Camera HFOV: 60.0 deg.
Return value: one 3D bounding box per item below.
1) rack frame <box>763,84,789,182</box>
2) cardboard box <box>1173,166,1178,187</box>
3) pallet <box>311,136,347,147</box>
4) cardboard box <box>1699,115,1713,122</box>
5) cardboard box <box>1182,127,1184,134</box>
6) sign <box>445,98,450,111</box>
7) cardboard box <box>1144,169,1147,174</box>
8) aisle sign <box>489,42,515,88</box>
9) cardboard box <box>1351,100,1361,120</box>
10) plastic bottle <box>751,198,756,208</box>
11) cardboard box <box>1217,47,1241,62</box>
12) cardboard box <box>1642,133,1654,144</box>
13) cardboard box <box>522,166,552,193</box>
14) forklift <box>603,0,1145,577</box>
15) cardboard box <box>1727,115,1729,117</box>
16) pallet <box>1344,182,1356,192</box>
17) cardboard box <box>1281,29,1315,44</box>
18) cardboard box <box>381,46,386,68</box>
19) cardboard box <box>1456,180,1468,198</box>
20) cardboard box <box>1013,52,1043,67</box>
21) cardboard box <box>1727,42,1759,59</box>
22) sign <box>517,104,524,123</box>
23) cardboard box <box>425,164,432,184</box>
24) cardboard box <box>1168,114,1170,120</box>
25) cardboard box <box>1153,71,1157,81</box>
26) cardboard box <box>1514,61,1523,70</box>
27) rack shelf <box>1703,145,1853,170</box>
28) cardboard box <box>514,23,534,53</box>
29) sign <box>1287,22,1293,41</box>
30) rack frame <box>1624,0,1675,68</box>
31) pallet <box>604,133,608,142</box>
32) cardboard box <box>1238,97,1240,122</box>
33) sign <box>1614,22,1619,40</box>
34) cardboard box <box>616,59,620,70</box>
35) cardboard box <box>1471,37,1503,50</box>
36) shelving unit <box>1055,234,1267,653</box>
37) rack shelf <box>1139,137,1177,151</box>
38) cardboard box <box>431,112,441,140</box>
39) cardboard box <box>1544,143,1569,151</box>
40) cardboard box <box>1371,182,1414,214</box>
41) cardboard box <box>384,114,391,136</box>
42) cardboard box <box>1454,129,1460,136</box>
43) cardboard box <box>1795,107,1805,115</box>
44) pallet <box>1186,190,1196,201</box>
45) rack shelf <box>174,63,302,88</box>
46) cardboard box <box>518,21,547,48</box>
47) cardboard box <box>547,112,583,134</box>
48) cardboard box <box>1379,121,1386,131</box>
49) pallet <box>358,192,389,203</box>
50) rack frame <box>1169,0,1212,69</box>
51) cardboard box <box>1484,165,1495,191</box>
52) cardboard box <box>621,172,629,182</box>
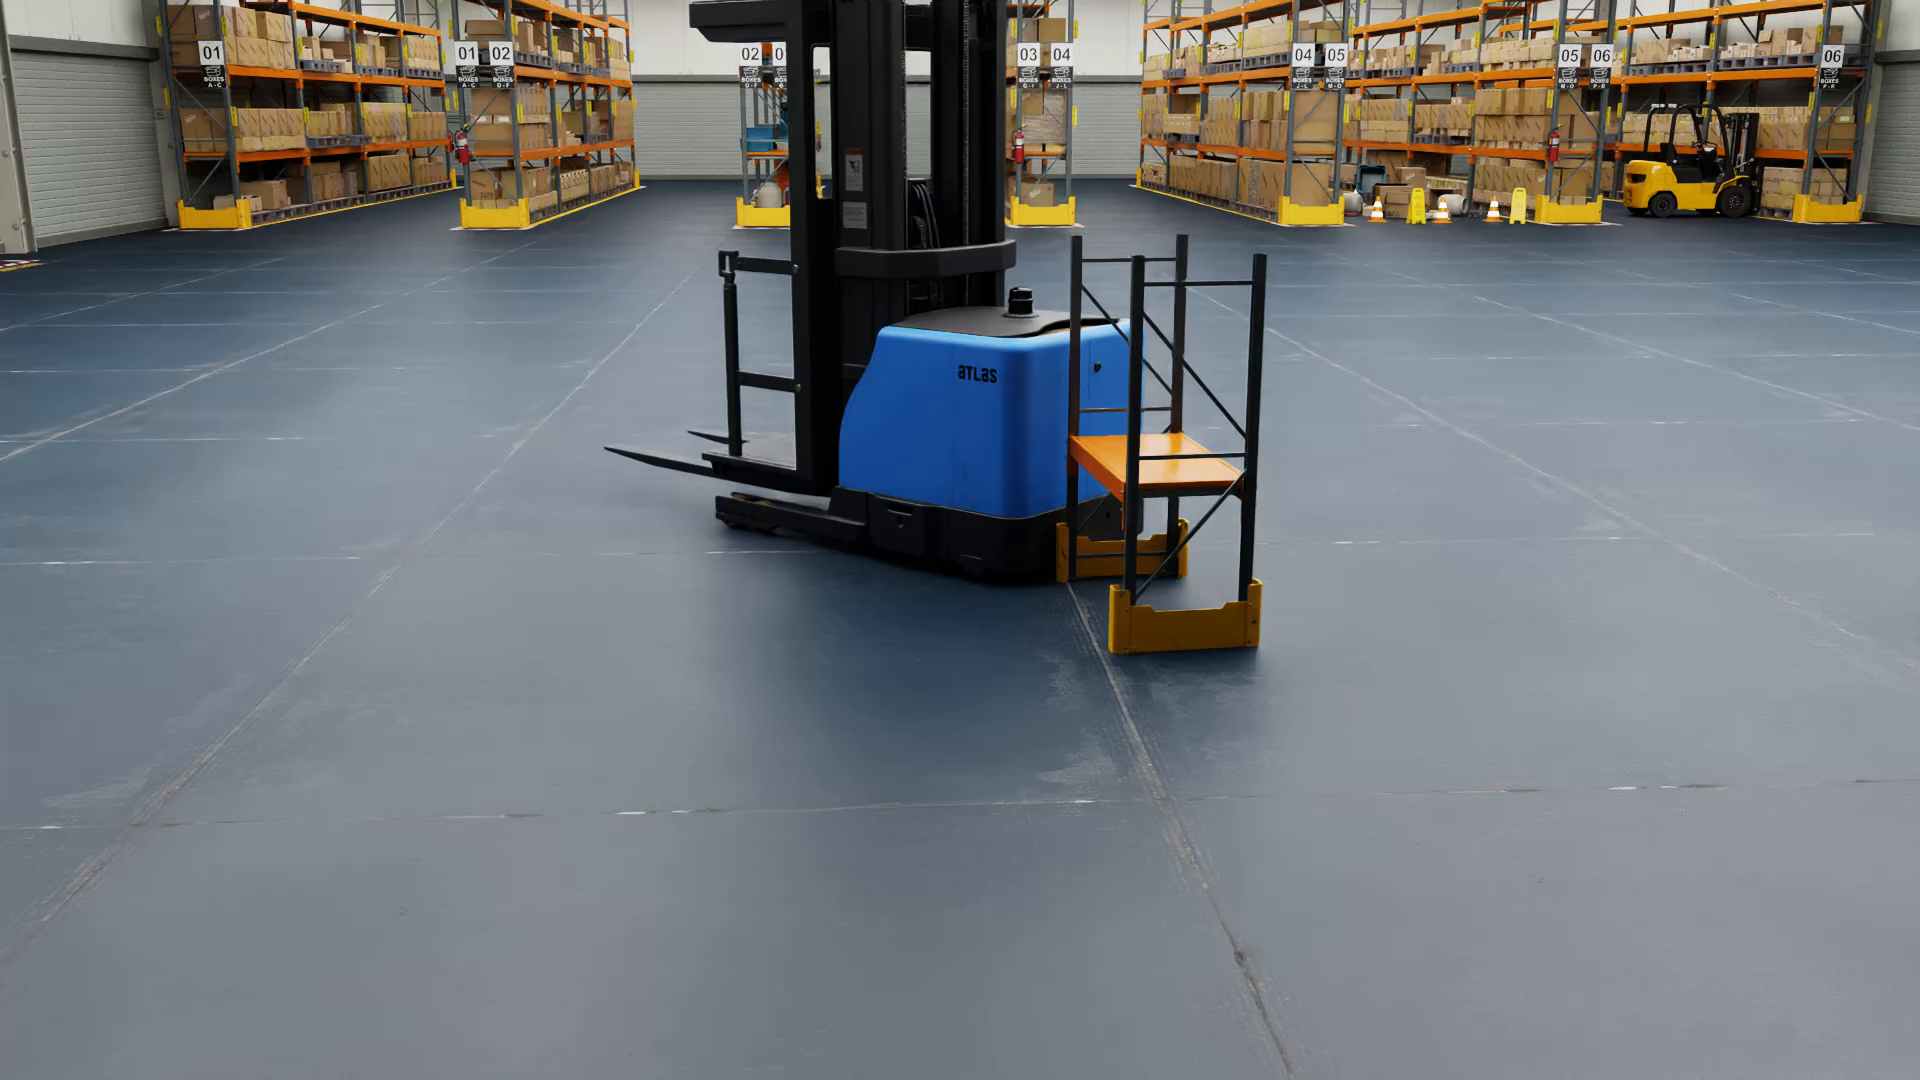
[{"bbox_3d":[-3.914,-9.166,37.633,1.000,3.000,0.127,-1,14,-3],"label":"rack frame"},{"bbox_3d":[5.554,-8.963,41.014,0.500,0.500,0.500,0,14,-1],"label":"cardboard box"},{"bbox_3d":[-13.639,-8.429,35.151,1.003,0.211,1.213,-1,14,-3],"label":"pallet"},{"bbox_3d":[15.879,-8.923,35.183,0.380,0.149,0.250,0,14,-2],"label":"cardboard box"},{"bbox_3d":[5.455,-9.679,39.288,0.380,0.149,0.250,-1,14,-4],"label":"cardboard box"},{"bbox_3d":[-13.755,-11.683,44.616,0.100,0.325,0.005,-1,14,-3],"label":"sign"},{"bbox_3d":[5.227,-10.047,45.339,0.380,0.149,0.250,-1,14,-4],"label":"cardboard box"},{"bbox_3d":[-8.053,-8.349,29.237,0.394,0.787,0.004,-1,14,-3],"label":"aisle sign"},{"bbox_3d":[10.367,-11.036,42.693,0.500,0.500,0.500,-1,14,-4],"label":"cardboard box"},{"bbox_3d":[-3.970,-6.485,31.943,0.097,0.201,0.097,0,14,0],"label":"plastic bottle"},{"bbox_3d":[5.874,-10.520,36.009,0.500,0.311,0.500,-1,14,-4],"label":"cardboard box"},{"bbox_3d":[15.723,-9.033,37.417,0.500,0.250,0.500,-1,14,-5],"label":"cardboard box"},{"bbox_3d":[-8.344,-7.095,32.751,0.500,0.500,0.500,-1,14,-3],"label":"cardboard box"},{"bbox_3d":[-0.586,-1.539,8.127,3.031,2.935,1.130,12,18,38],"label":"forklift"},{"bbox_3d":[15.941,-8.629,34.042,0.380,0.149,0.250,-1,14,-4],"label":"cardboard box"},{"bbox_3d":[10.703,-9.231,43.478,1.003,0.211,1.213,-1,14,-3],"label":"pallet"},{"bbox_3d":[6.172,-9.198,30.396,0.500,0.250,0.500,-1,14,-3],"label":"cardboard box"},{"bbox_3d":[-14.105,-11.502,39.606,0.700,0.500,0.500,-2,15,-6],"label":"cardboard box"},{"bbox_3d":[11.133,-7.462,35.440,0.950,0.372,0.625,-1,14,-3],"label":"cardboard box"},{"bbox_3d":[1.241,-8.749,30.293,0.500,0.250,0.500,-1,14,-2],"label":"cardboard box"},{"bbox_3d":[15.930,-9.929,33.713,0.500,0.311,0.500,-1,14,-2],"label":"cardboard box"},{"bbox_3d":[-7.808,-7.566,29.516,0.100,0.325,0.005,-1,14,-3],"label":"sign"},{"bbox_3d":[-14.052,-9.441,42.875,0.700,0.500,0.500,-1,14,-2],"label":"cardboard box"},{"bbox_3d":[5.340,-10.421,40.976,0.380,0.149,0.250,-1,14,-3],"label":"cardboard box"},{"bbox_3d":[5.357,-12.161,43.552,0.500,0.250,0.500,-1,14,-4],"label":"cardboard box"},{"bbox_3d":[10.975,-9.203,32.259,0.380,0.149,0.250,-1,14,-4],"label":"cardboard box"},{"bbox_3d":[16.246,-7.633,33.116,1.077,0.370,4.000,-1,14,-3],"label":"rack shelf"},{"bbox_3d":[-8.193,-9.291,30.772,0.500,0.500,0.500,-1,14,-3],"label":"cardboard box"},{"bbox_3d":[5.939,-9.143,29.904,0.100,0.325,0.005,-1,14,-3],"label":"sign"},{"bbox_3d":[15.874,-12.379,38.078,1.000,3.000,0.127,-1,14,-3],"label":"rack frame"},{"bbox_3d":[-9.166,-9.792,40.451,1.003,0.211,1.213,-1,14,-3],"label":"pallet"},{"bbox_3d":[6.197,-8.956,34.606,0.700,0.500,0.500,-1,14,-4],"label":"cardboard box"},{"bbox_3d":[11.957,-9.291,30.342,0.100,0.325,0.005,-1,14,-3],"label":"sign"},{"bbox_3d":[-8.940,-12.081,42.240,0.500,0.250,0.500,-1,14,-3],"label":"cardboard box"},{"bbox_3d":[11.005,-10.369,34.741,0.500,0.250,0.500,-1,14,-2],"label":"cardboard box"},{"bbox_3d":[0.791,-0.437,6.715,0.587,1.500,1.083,-2,15,-8],"label":"shelving unit"},{"bbox_3d":[5.614,-10.438,44.019,1.077,0.370,4.000,-1,14,-3],"label":"rack shelf"},{"bbox_3d":[-14.200,-10.841,43.539,0.980,0.700,0.700,-1,14,-4],"label":"cardboard box"},{"bbox_3d":[11.179,-7.374,31.172,0.380,0.149,0.250,0,14,-2],"label":"cardboard box"},{"bbox_3d":[8.714,-6.893,33.535,0.797,0.637,0.503,-1,14,-3],"label":"cardboard box"},{"bbox_3d":[-13.670,-9.724,38.961,0.500,0.500,0.500,0,14,-2],"label":"cardboard box"},{"bbox_3d":[10.810,-8.736,35.621,0.380,0.149,0.250,-1,14,-4],"label":"cardboard box"},{"bbox_3d":[16.091,-8.137,31.533,0.380,0.149,0.250,-1,14,-3],"label":"cardboard box"},{"bbox_3d":[5.939,-8.138,39.233,1.003,0.211,1.213,-1,14,-3],"label":"pallet"},{"bbox_3d":[-13.431,-8.626,30.955,1.077,0.370,4.000,-1,14,-3],"label":"rack shelf"},{"bbox_3d":[-8.609,-10.197,33.571,0.500,0.500,0.500,-1,14,-3],"label":"cardboard box"},{"bbox_3d":[-9.010,-9.498,37.876,0.700,0.500,0.500,-6,16,-22],"label":"cardboard box"},{"bbox_3d":[10.517,-10.065,40.425,0.500,0.250,0.500,-1,14,-5],"label":"cardboard box"},{"bbox_3d":[-13.776,-7.860,38.152,1.003,0.211,1.213,-1,14,-3],"label":"pallet"},{"bbox_3d":[5.738,-13.194,41.249,1.000,3.000,0.127,-1,14,-3],"label":"rack frame"},{"bbox_3d":[10.980,-7.352,33.752,0.500,0.500,0.500,0,14,-1],"label":"cardboard box"},{"bbox_3d":[-9.046,-9.594,43.929,0.500,0.250,0.500,-1,14,-3],"label":"cardboard box"}]
